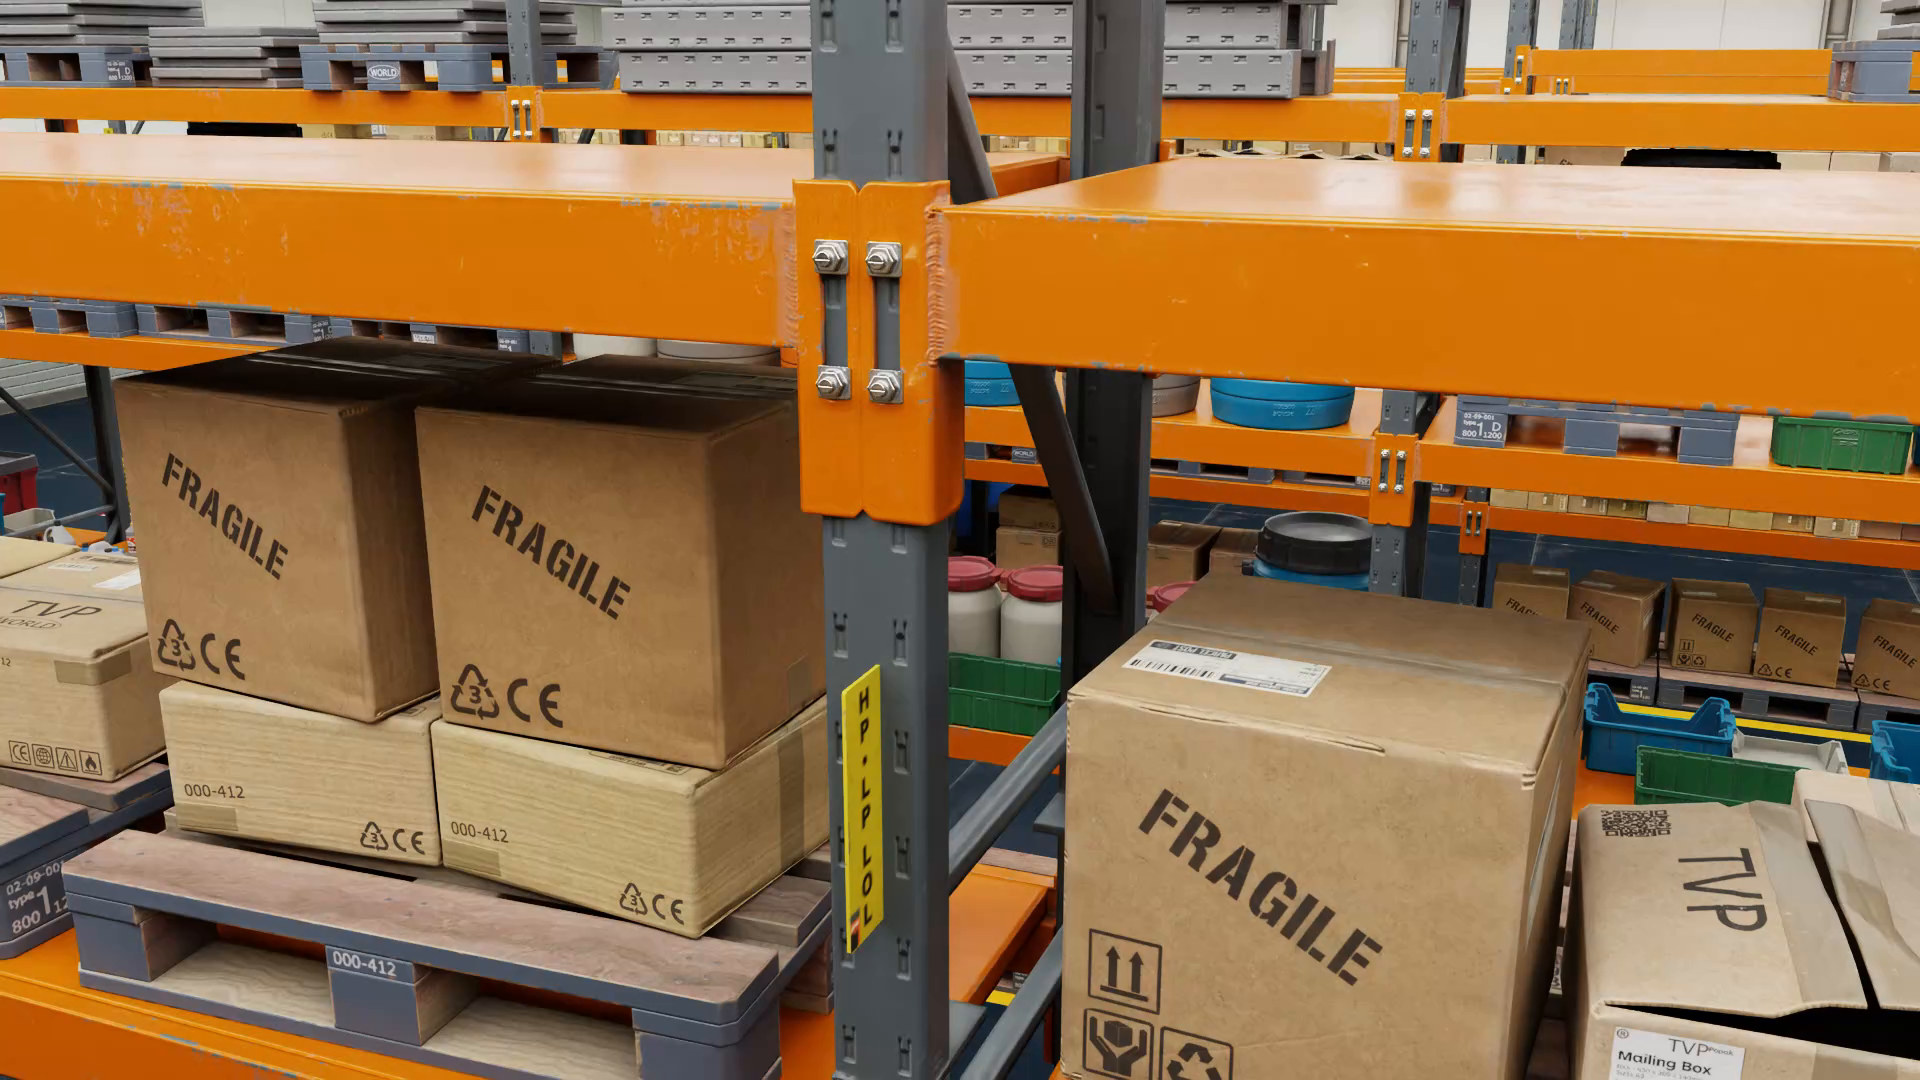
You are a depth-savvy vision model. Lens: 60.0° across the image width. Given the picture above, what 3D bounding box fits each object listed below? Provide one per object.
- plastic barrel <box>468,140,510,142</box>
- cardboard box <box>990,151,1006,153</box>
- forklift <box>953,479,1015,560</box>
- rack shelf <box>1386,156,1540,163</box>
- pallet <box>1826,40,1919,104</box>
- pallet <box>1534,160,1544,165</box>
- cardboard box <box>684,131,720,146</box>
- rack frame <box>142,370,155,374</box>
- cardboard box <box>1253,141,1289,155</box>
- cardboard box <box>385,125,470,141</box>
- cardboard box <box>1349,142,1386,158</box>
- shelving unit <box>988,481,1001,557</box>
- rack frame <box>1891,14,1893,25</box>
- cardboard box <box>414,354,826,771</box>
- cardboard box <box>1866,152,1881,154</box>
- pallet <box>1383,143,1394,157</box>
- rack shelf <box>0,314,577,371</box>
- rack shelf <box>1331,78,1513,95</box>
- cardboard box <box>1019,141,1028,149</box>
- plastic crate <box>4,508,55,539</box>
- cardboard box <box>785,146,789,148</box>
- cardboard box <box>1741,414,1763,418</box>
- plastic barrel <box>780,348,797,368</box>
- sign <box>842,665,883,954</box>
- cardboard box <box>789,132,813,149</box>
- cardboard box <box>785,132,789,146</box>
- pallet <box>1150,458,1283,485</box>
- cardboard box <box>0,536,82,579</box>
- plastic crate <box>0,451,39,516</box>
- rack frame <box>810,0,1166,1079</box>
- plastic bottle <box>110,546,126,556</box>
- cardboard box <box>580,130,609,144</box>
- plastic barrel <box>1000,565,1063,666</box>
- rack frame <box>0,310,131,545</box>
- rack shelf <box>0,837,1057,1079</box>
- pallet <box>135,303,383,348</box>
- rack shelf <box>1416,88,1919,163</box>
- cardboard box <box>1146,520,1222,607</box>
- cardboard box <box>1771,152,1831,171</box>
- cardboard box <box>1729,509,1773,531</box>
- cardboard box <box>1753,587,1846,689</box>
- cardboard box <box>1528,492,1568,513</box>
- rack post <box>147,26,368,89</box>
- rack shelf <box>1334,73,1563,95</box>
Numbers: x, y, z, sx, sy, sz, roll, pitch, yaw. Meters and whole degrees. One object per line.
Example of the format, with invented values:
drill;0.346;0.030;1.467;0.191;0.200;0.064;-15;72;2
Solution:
plastic barrel;-2.347;-1.591;8.446;0.708;0.830;0.600;6;17;21
cardboard box;0.353;-3.825;17.487;0.500;0.500;0.500;6;17;21
forklift;-0.251;-1.567;15.392;1.130;2.935;3.031;-7;18;-23
rack shelf;7.312;-5.717;25.471;4.000;0.370;1.077;6;17;21
pallet;3.817;-1.671;5.922;1.213;0.211;1.003;6;17;21
pallet;6.819;-4.570;20.570;1.003;0.211;1.213;6;17;21
cardboard box;-2.895;-4.511;18.684;0.250;0.149;0.380;7;18;23
rack frame;-7.445;-1.787;16.024;0.127;3.000;1.000;6;17;21
cardboard box;4.884;-6.184;26.061;0.500;0.250;0.500;6;17;19
cardboard box;-4.596;-3.574;14.343;0.500;0.250;0.500;5;17;17
cardboard box;5.063;-4.880;21.114;0.637;0.503;0.797;6;17;21
shelving unit;0.402;-0.756;13.940;0.503;2.100;0.431;2;16;30
rack frame;12.893;-6.889;22.839;0.127;3.000;1.000;6;17;21
cardboard box;-0.479;0.006;2.639;0.500;0.500;0.500;7;17;21
cardboard box;7.972;-3.429;14.389;0.250;0.149;0.380;6;17;21
pallet;7.157;-6.016;25.552;1.213;0.211;1.003;7;18;23
rack shelf;-3.681;-0.983;9.167;4.000;0.370;1.077;6;17;21
rack shelf;1.858;-3.107;11.820;4.000;0.370;1.077;6;17;21
cardboard box;0.961;-5.257;22.265;0.250;0.166;0.380;5;17;17
plastic crate;-5.922;-0.080;10.510;0.243;0.136;0.396;6;17;21
cardboard box;-2.170;-4.374;18.927;0.500;0.250;0.500;7;18;22
cardboard box;4.974;-1.016;10.864;0.500;0.500;0.500;6;17;21
plastic barrel;-0.528;-1.123;7.588;0.708;0.830;0.600;6;17;21
sign;-0.110;0.312;1.925;0.005;0.325;0.100;6;17;21
cardboard box;-1.498;-4.276;18.288;0.500;0.500;0.700;6;17;21
cardboard box;-1.992;-4.546;18.806;0.250;0.149;0.380;6;17;20
pallet;1.854;-0.684;12.571;1.213;0.211;1.003;6;17;21
cardboard box;-2.176;0.173;3.411;0.500;0.250;0.500;6;17;20
plastic crate;-6.280;-0.309;10.711;0.583;0.464;0.402;6;17;21
rack frame;0.080;-0.871;2.111;0.127;3.000;1.000;6;17;21
plastic bottle;-4.812;0.171;9.510;0.097;0.271;0.097;0;16;0
cardboard box;-4.142;-4.617;19.052;0.250;0.149;0.380;7;18;22
plastic barrel;0.409;0.430;8.143;0.433;0.535;0.433;0;16;0
rack frame;-5.541;-0.093;10.190;0.127;3.000;1.000;6;17;21
rack shelf;-1.781;0.710;3.334;4.000;0.370;1.077;6;17;21
pallet;-3.720;-1.273;9.212;1.213;0.211;1.003;6;17;21
rack shelf;3.761;-1.413;5.986;4.000;0.370;1.077;6;17;21
cardboard box;1.678;0.194;12.896;0.500;0.500;0.700;8;18;25
cardboard box;7.395;-3.319;14.726;0.500;0.250;0.500;6;17;21
cardboard box;5.208;-0.188;10.970;0.250;0.149;0.380;6;17;21
cardboard box;5.720;0.659;11.329;0.500;0.500;0.500;8;18;26
cardboard box;4.036;-0.309;11.386;0.250;0.149;0.380;6;17;21
rack post;-3.612;-2.560;8.824;0.954;0.300;0.937;8;18;27
rack shelf;3.771;-4.383;16.215;4.000;0.370;1.077;6;17;21
